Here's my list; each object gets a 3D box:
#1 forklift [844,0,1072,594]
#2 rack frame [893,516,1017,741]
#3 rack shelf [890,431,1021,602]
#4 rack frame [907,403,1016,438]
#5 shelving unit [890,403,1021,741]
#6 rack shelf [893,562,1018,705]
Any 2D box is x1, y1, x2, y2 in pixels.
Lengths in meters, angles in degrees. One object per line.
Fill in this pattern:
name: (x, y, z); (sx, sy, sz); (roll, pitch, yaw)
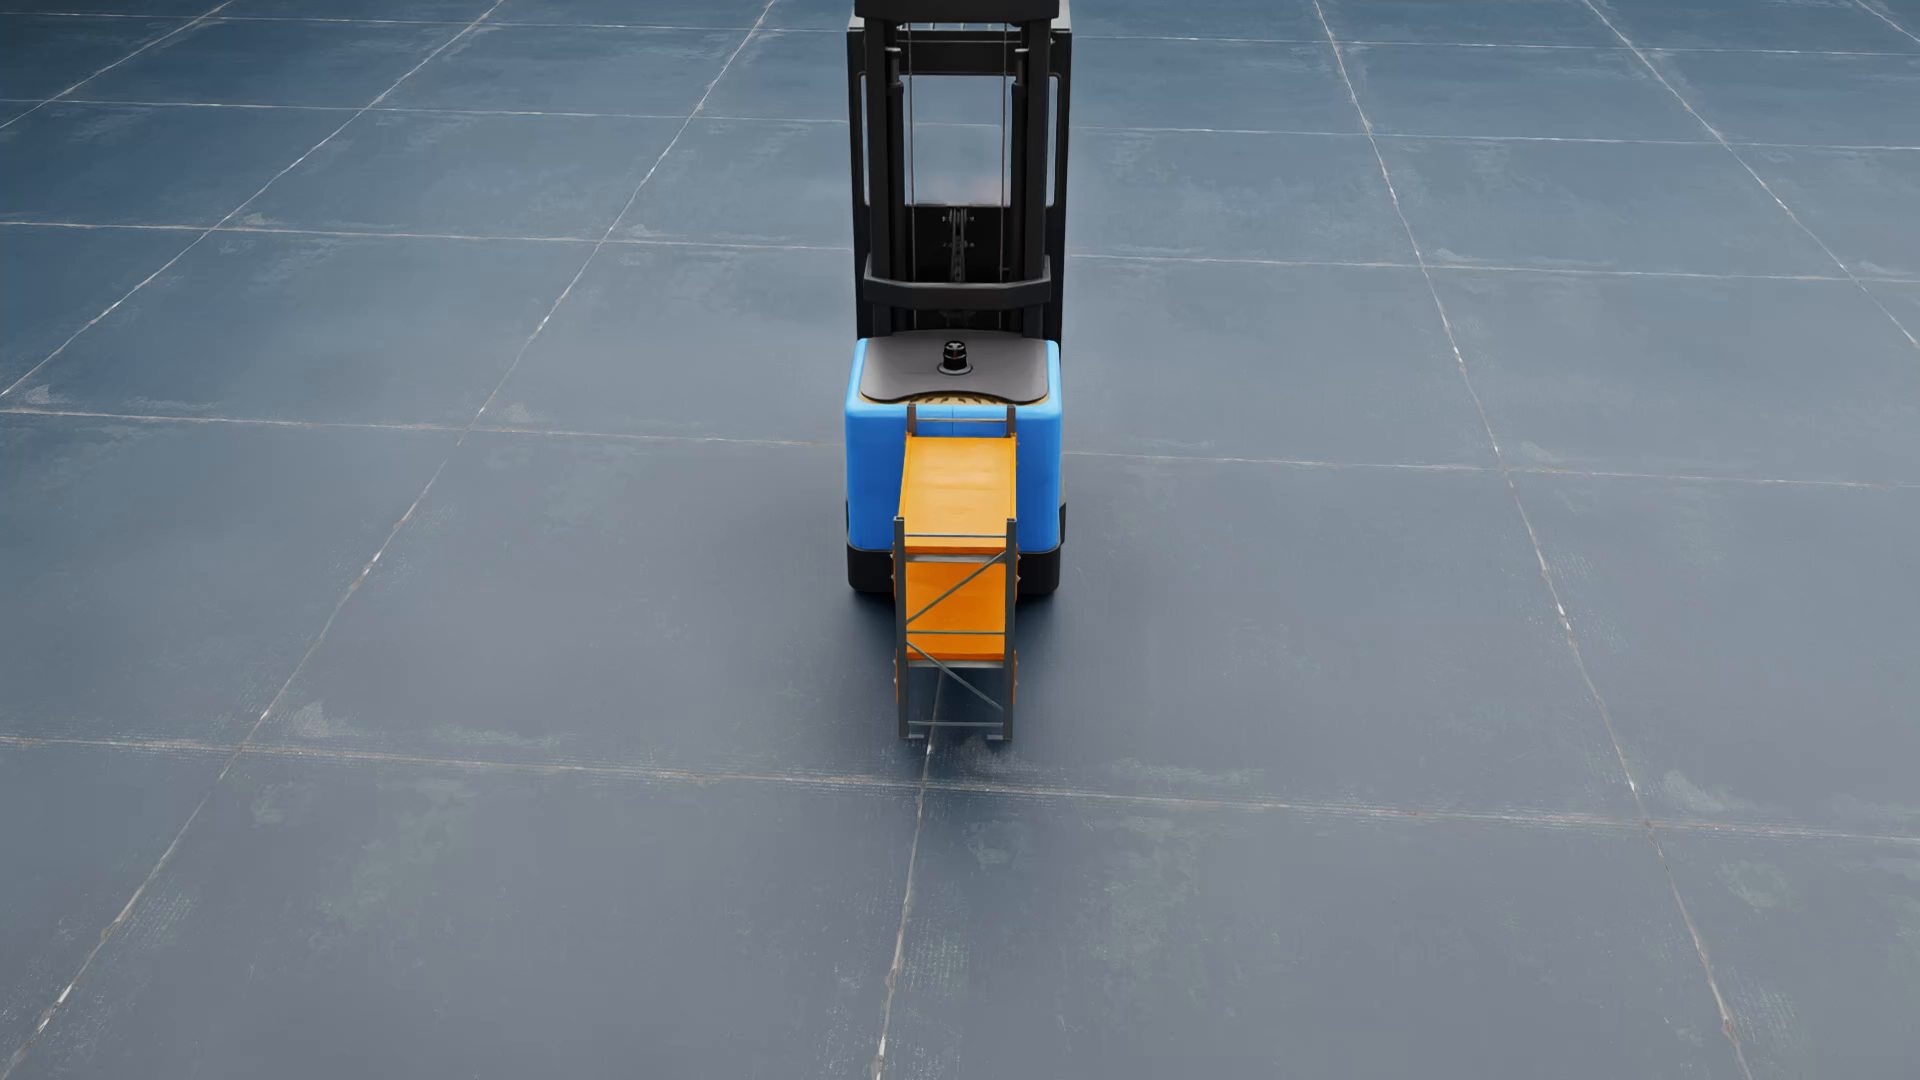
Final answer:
forklift: (0.003, -1.719, 8.745); (1.130, 2.935, 3.031); (1, 32, 1)
rack frame: (-0.019, 0.395, 7.038); (0.500, 1.125, 0.032); (1, 32, 1)
rack shelf: (-0.007, -0.121, 7.317); (0.538, 0.278, 1.000); (1, 32, 1)
rack frame: (0.006, -0.139, 7.903); (0.500, 1.125, 0.032); (1, 32, 1)
shelving unit: (-0.007, 0.128, 7.470); (0.538, 1.125, 1.048); (1, 32, 1)
rack shelf: (-0.007, 0.336, 7.599); (0.538, 0.278, 1.000); (1, 32, 1)
